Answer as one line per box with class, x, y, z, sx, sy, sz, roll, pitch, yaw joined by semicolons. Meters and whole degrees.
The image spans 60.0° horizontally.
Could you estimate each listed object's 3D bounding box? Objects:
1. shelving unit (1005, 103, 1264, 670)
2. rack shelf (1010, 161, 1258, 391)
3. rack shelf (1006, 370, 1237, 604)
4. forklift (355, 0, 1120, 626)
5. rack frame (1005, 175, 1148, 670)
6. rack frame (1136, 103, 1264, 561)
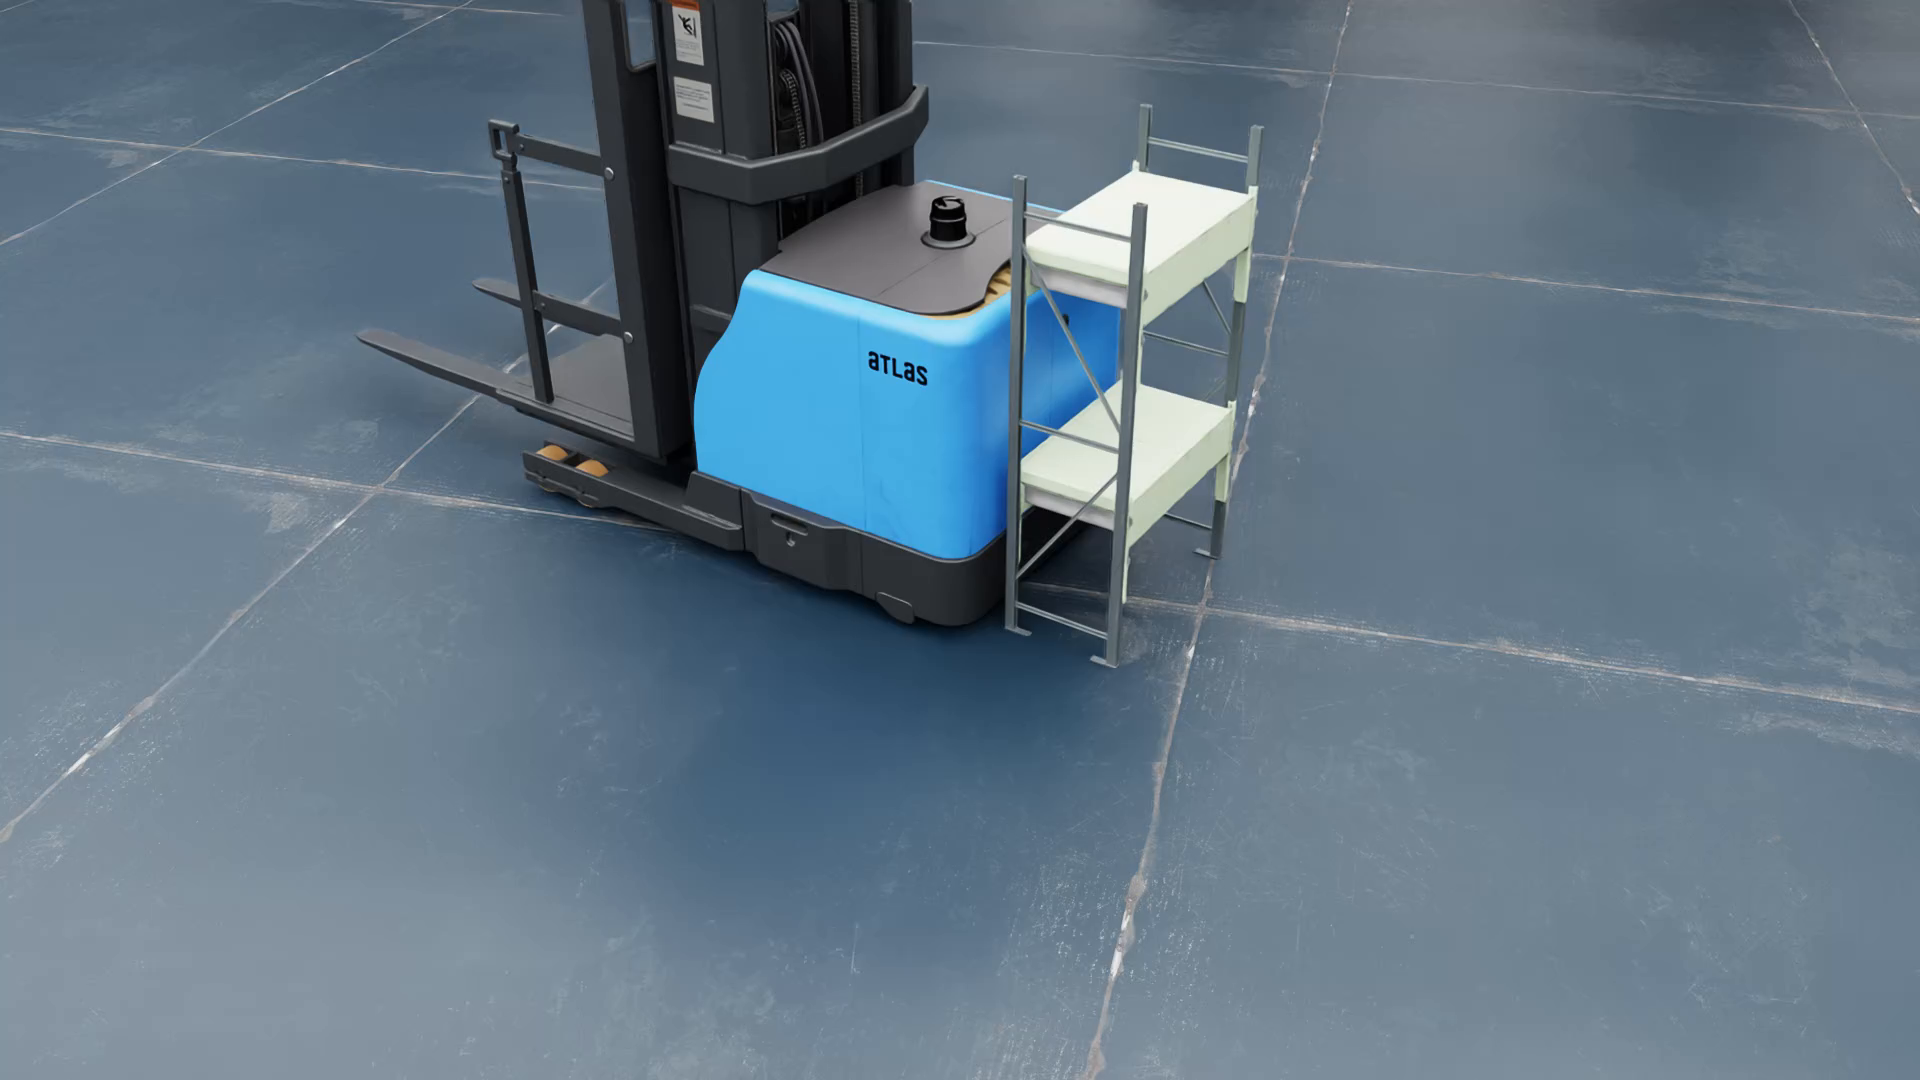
shelving unit;0.515;-0.460;5.076;0.431;1.500;0.755;19;37;27
rack shelf;0.515;-0.790;4.867;0.431;0.370;0.720;19;37;27
rack shelf;0.515;-0.185;5.251;0.431;0.370;0.720;19;37;27
forklift;-0.967;-1.568;5.485;3.031;2.935;1.130;20;37;28
rack frame;0.316;-0.296;4.817;0.400;1.500;0.023;19;37;27
rack frame;0.715;-0.625;5.335;0.400;1.500;0.023;19;37;27
